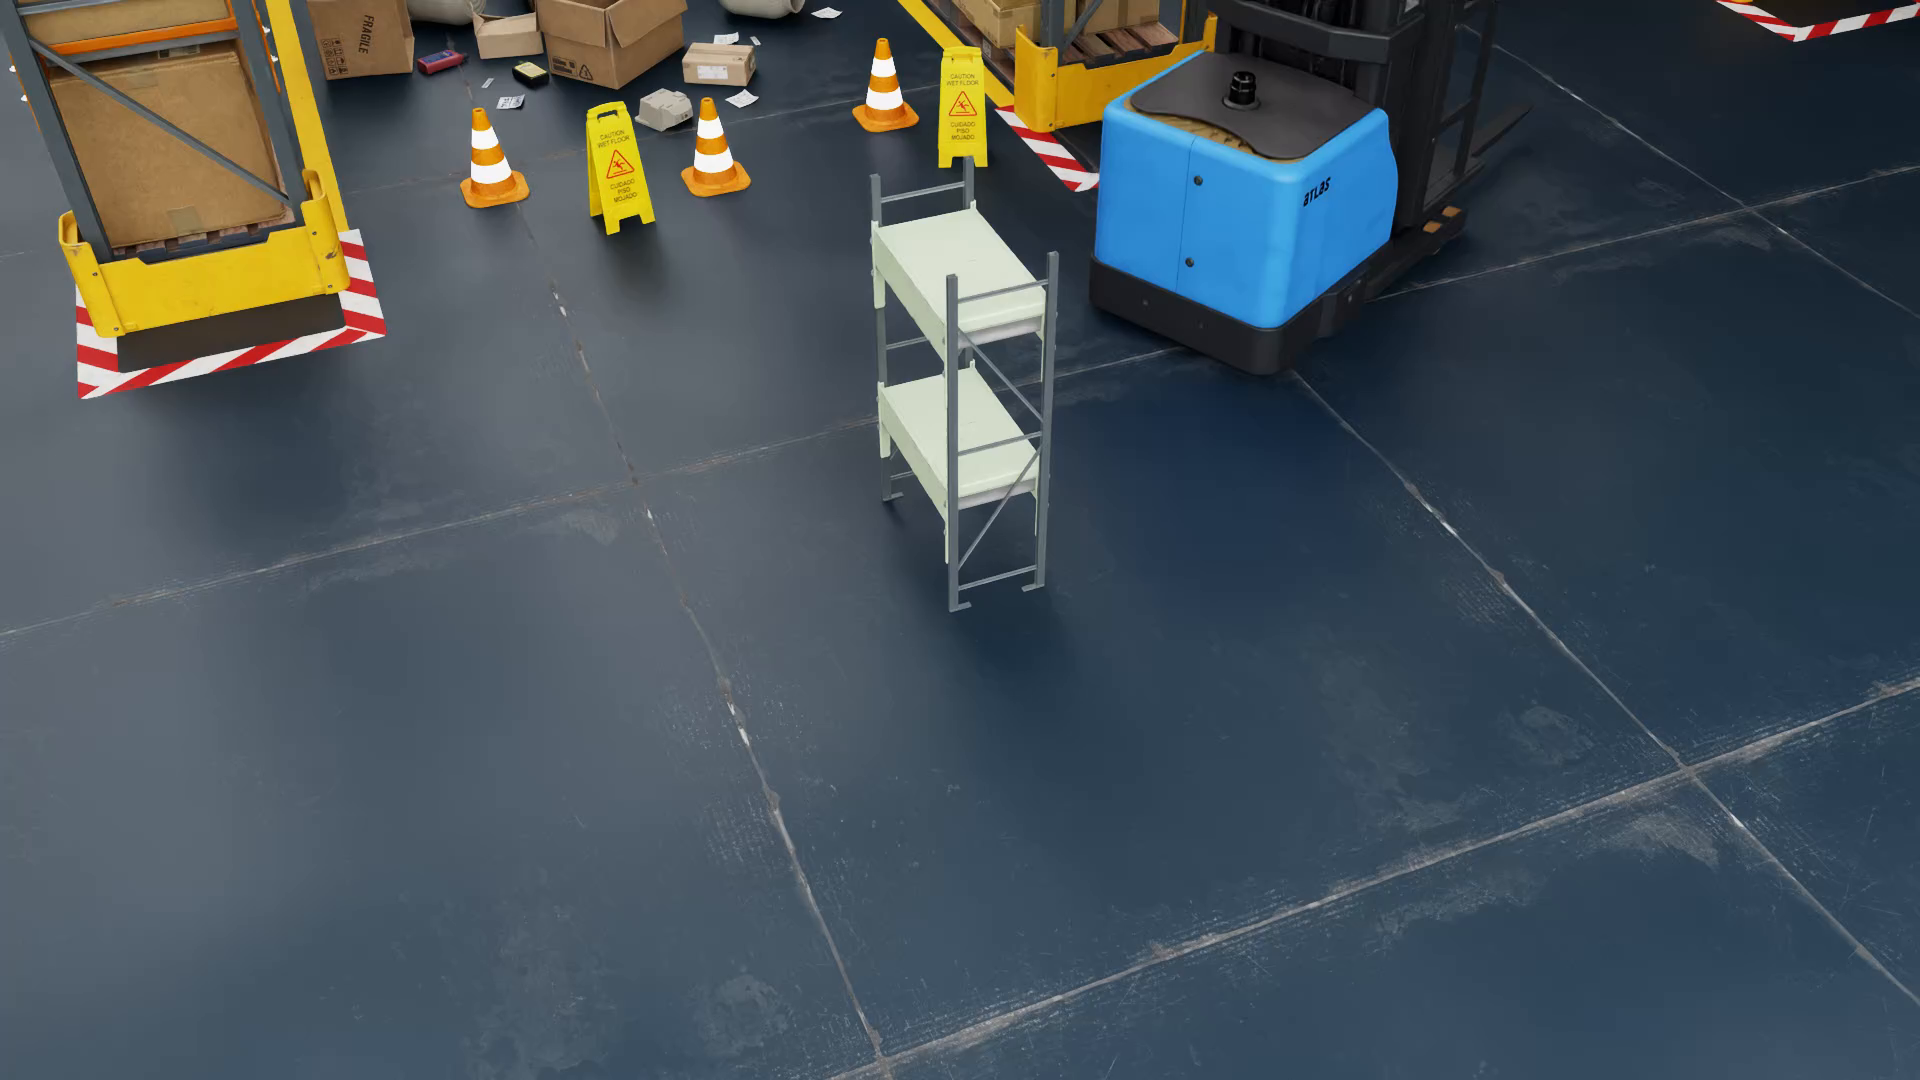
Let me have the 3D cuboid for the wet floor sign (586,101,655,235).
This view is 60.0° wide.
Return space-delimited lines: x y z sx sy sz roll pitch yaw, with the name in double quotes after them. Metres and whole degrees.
-1.767 -1.928 8.497 0.267 0.644 0.232 -23 46 -24 "wet floor sign"

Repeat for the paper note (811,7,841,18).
-0.852 -3.382 10.659 0.142 0.019 0.148 -31 49 -31 "paper note"

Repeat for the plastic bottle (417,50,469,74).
-3.134 -2.910 10.087 0.283 0.061 0.133 -31 49 -31 "plastic bottle"

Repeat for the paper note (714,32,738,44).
-1.460 -3.131 10.377 0.148 0.019 0.142 -2 41 -2 "paper note"

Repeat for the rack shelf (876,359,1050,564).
0.003 -0.317 6.469 0.431 0.370 0.720 -15 43 -17 "rack shelf"

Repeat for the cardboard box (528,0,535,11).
-2.449 -3.732 10.600 0.797 0.637 0.503 -15 43 -17 "cardboard box"

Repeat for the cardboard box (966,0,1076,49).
0.361 -3.190 9.946 0.500 0.250 0.500 -15 43 -17 "cardboard box"

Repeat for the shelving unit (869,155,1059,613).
0.003 -0.565 6.256 0.431 1.500 0.755 -15 43 -17 "shelving unit"

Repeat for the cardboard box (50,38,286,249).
-3.928 -2.089 8.187 0.875 0.875 0.875 -15 43 -17 "cardboard box"

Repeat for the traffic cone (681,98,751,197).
-1.324 -2.133 8.876 0.336 0.463 0.334 -15 43 -17 "traffic cone"

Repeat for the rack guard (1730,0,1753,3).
5.521 -3.918 10.922 1.175 0.500 0.348 -15 43 -17 "rack guard"

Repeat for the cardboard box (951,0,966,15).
0.179 -3.490 10.295 0.500 0.250 0.500 -15 43 -17 "cardboard box"

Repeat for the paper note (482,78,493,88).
-2.815 -2.723 9.909 0.032 0.001 0.123 5 41 6 "paper note"

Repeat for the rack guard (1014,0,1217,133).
0.899 -2.737 9.550 1.175 0.500 0.348 -15 43 -17 "rack guard"

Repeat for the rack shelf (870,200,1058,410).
0.003 -0.861 6.002 0.431 0.370 0.720 -15 43 -17 "rack shelf"

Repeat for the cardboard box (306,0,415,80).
-3.595 -3.127 10.001 0.500 0.500 0.500 -8 41 -9 "cardboard box"

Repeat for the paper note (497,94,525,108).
-2.622 -2.560 9.705 0.144 0.017 0.142 -2 41 -2 "paper note"

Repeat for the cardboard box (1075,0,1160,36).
0.874 -3.311 10.087 0.500 0.250 0.500 -15 43 -17 "cardboard box"

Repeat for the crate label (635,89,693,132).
-1.682 -2.468 9.515 0.298 0.136 0.250 27 47 27 "crate label"

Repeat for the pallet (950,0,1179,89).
0.620 -3.126 10.223 1.003 0.211 1.213 -15 43 -17 "pallet"

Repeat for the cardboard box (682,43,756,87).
-1.440 -2.844 9.943 0.380 0.149 0.250 5 41 6 "cardboard box"

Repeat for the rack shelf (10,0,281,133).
-4.372 -3.276 8.810 1.077 0.370 4.000 -15 43 -17 "rack shelf"

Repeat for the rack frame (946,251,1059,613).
0.143 -0.344 6.000 0.400 1.500 0.023 -15 43 -17 "rack frame"

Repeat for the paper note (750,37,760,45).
-1.275 -3.111 10.360 0.032 0.001 0.123 -15 43 -17 "paper note"

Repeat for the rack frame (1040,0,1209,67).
0.928 -3.639 8.682 1.000 3.000 0.127 -15 43 -17 "rack frame"

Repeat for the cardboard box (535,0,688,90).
-2.084 -3.119 9.992 0.637 0.503 0.797 19 44 20 "cardboard box"

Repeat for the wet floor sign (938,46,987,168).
0.012 -2.365 9.006 0.267 0.644 0.232 -2 41 -2 "wet floor sign"

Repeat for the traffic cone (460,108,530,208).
-2.498 -2.056 8.786 0.336 0.463 0.334 -15 43 -17 "traffic cone"

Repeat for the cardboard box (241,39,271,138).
-4.266 -2.619 8.802 0.875 0.875 0.875 -16 43 -18 "cardboard box"

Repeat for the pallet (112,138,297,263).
-3.985 -1.748 8.621 1.003 0.211 1.213 -15 43 -17 "pallet"

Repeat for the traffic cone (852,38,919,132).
-0.429 -2.615 9.436 0.336 0.463 0.334 -15 43 -17 "traffic cone"

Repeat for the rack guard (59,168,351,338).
-3.598 -1.381 7.973 1.175 0.500 0.348 -15 43 -17 "rack guard"

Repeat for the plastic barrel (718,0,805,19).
-1.261 -3.529 10.529 0.512 0.421 0.421 12 42 13 "plastic barrel"

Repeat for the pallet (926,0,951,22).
0.157 -3.860 11.077 1.003 0.211 1.213 -15 43 -17 "pallet"

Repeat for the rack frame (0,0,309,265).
-3.607 -2.344 7.175 1.000 3.000 0.127 -15 43 -17 "rack frame"

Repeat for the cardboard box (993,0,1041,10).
0.380 -3.458 9.682 0.500 0.500 0.500 -15 43 -17 "cardboard box"

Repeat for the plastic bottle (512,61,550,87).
-2.589 -2.799 9.958 0.133 0.061 0.283 -31 49 -31 "plastic bottle"

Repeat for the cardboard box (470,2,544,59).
-2.778 -3.141 10.199 0.396 0.266 0.258 -8 41 -9 "cardboard box"

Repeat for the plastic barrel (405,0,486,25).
-3.286 -3.476 10.467 0.512 0.421 0.421 12 42 13 "plastic barrel"

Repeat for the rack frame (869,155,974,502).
-0.137 -0.785 6.513 0.400 1.500 0.023 -15 43 -17 "rack frame"

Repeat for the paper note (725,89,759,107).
-1.273 -2.587 9.734 0.148 0.019 0.142 -31 49 -31 "paper note"

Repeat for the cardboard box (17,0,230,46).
-3.791 -2.613 7.373 0.875 0.550 0.550 -15 43 -17 "cardboard box"

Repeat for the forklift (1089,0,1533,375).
1.951 -2.749 7.699 1.130 2.935 3.031 29 48 29 "forklift"
